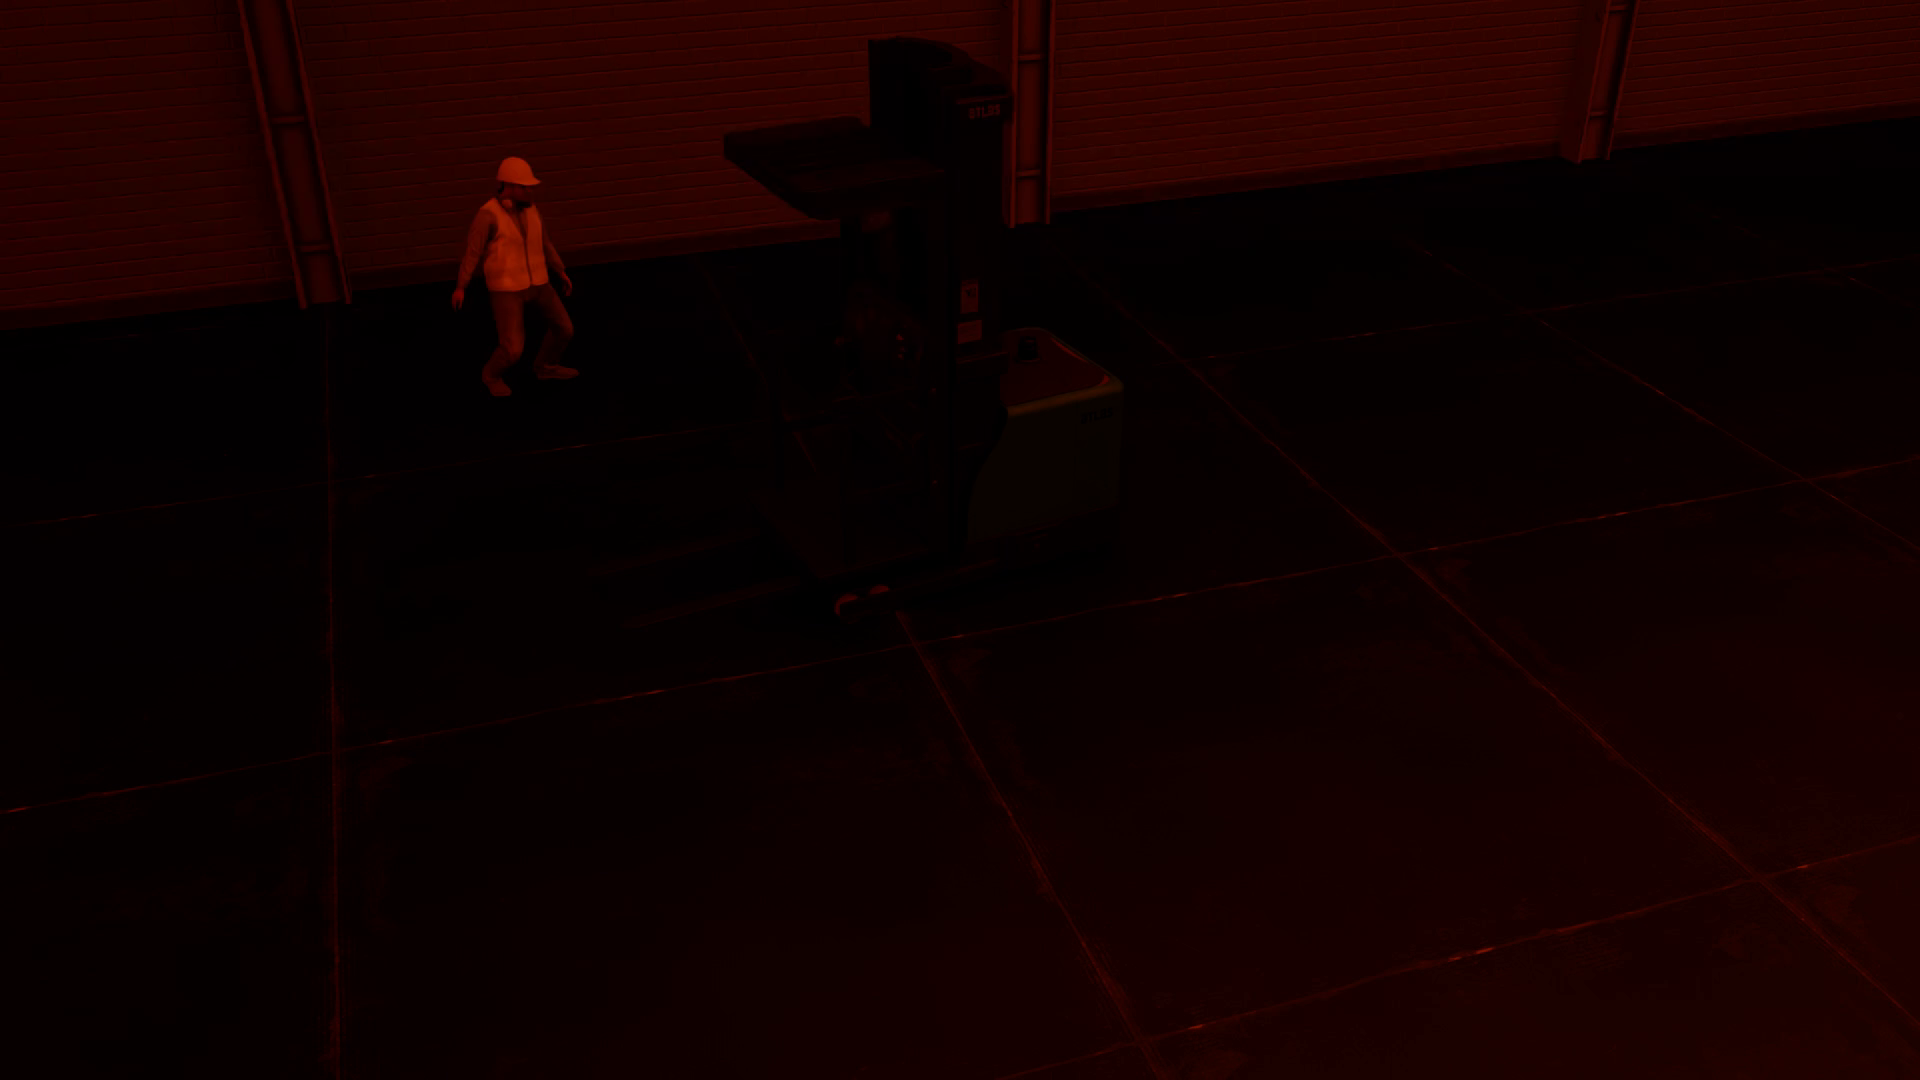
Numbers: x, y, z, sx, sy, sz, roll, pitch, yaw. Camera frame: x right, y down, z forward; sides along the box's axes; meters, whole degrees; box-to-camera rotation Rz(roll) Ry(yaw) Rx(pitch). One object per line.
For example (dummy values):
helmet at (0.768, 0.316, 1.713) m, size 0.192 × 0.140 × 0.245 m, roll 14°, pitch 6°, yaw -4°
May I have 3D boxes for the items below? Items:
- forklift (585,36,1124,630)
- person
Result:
forklift at (-0.597, -1.106, 9.009) m, size 3.031 × 2.935 × 1.130 m, roll -15°, pitch 33°, yaw -24°
person at (-3.080, -1.780, 11.436) m, size 0.486 × 1.689 × 0.874 m, roll 25°, pitch 38°, yaw 36°
